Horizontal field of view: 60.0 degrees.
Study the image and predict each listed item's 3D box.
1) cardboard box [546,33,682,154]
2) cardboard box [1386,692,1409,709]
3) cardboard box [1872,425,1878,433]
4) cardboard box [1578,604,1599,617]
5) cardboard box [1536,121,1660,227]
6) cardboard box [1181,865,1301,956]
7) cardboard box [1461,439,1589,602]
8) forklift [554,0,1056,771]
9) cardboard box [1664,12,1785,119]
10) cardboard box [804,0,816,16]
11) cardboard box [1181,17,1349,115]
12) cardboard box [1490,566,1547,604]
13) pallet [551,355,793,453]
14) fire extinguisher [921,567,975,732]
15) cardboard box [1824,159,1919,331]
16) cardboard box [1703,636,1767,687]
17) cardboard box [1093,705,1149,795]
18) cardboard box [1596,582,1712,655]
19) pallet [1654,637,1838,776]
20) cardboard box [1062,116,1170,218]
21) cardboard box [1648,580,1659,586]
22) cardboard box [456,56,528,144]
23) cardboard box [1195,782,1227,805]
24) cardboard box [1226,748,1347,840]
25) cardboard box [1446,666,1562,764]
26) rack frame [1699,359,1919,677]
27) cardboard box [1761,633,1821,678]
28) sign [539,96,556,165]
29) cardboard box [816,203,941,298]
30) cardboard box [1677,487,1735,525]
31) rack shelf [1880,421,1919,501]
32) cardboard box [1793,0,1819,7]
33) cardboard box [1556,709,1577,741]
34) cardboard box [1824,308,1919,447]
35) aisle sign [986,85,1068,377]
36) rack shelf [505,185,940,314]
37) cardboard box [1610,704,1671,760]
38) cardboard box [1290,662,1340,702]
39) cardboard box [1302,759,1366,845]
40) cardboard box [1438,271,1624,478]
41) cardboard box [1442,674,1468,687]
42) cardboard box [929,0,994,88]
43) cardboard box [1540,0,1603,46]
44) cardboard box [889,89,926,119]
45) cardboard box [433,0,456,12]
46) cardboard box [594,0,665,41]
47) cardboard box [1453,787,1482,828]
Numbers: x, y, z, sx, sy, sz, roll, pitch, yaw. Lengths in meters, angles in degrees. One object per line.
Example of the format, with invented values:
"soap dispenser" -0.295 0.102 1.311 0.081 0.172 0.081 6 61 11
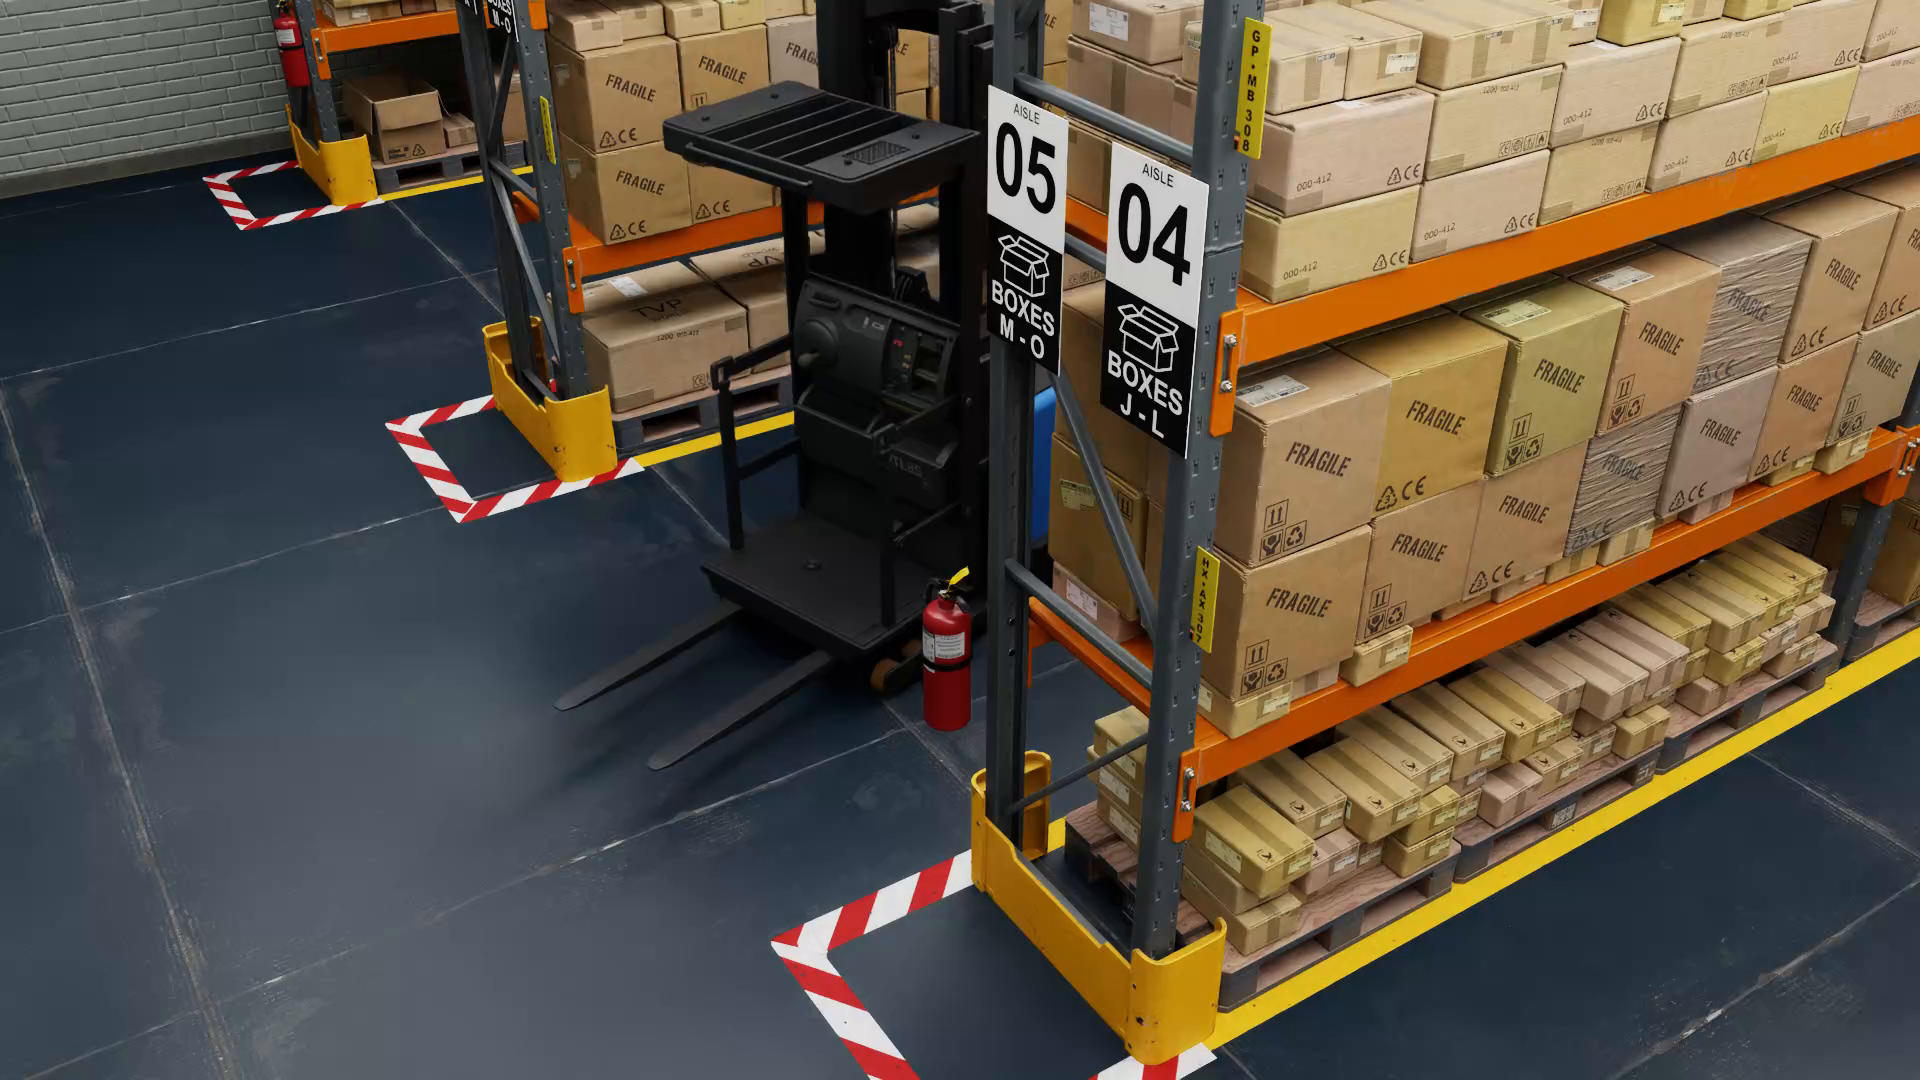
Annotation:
"cardboard box" -1.793 -2.369 8.662 0.500 0.500 0.500 -20 37 -28
"cardboard box" 1.794 0.548 7.070 0.250 0.149 0.380 -17 36 -25
"cardboard box" 3.665 -0.564 7.069 0.250 0.149 0.380 -19 37 -28
"cardboard box" 2.720 0.159 7.407 0.250 0.149 0.380 -20 37 -28
"cardboard box" 1.803 -1.227 5.213 0.500 0.250 0.500 -20 37 -29
"cardboard box" 1.030 1.318 6.127 0.250 0.149 0.380 -18 37 -26
"cardboard box" 1.798 -0.178 5.848 0.500 0.500 0.500 -18 37 -27
"forklift" -0.525 -0.833 7.323 1.130 2.935 3.031 24 40 33
"cardboard box" 2.219 -1.568 5.285 0.500 0.250 0.500 -20 38 -29
"cardboard box" -0.804 -2.979 9.022 0.250 0.149 0.380 -19 37 -27
"cardboard box" 0.812 -1.279 4.452 0.250 0.149 0.380 -19 37 -28
"cardboard box" 1.920 0.049 6.096 0.250 0.149 0.380 -20 37 -28
"pallet" -1.721 -0.979 10.105 1.213 0.211 1.003 -19 37 -27
"fire extinguisher" -0.046 0.354 5.799 0.183 0.674 0.296 -19 37 -27
"cardboard box" 3.529 -1.192 6.518 0.500 0.500 0.500 -20 38 -29
"cardboard box" 3.249 0.447 7.230 0.250 0.149 0.380 -20 38 -29
"cardboard box" 0.724 0.808 6.378 0.250 0.149 0.380 -19 37 -27
"cardboard box" 2.961 0.345 7.113 0.250 0.149 0.380 -18 36 -26
"pallet" 3.233 0.531 7.710 1.213 0.211 1.003 -19 37 -27
"cardboard box" 0.655 -1.157 5.102 0.500 0.250 0.500 -20 37 -28
"cardboard box" 2.951 0.205 7.612 0.250 0.149 0.380 -19 37 -28
"cardboard box" -3.738 -3.602 13.597 0.500 0.500 0.700 -17 36 -25
"cardboard box" 0.954 0.869 6.561 0.250 0.149 0.380 -20 37 -28
"cardboard box" 1.207 0.942 6.166 0.250 0.149 0.380 -18 37 -26
"cardboard box" 2.136 0.686 6.571 0.250 0.149 0.380 -18 37 -27
"rack frame" 3.778 -0.858 7.299 0.127 3.000 1.000 -19 37 -27
"cardboard box" 3.633 0.436 7.526 0.250 0.149 0.380 -18 37 -27
"sign" -2.055 -2.041 8.289 0.005 0.325 0.100 -19 37 -27
"cardboard box" -0.327 -1.750 10.721 0.875 0.438 0.875 -20 37 -29
"cardboard box" 2.808 -0.235 6.547 0.250 0.149 0.380 -21 38 -29
"rack shelf" 5.459 -1.132 8.407 4.000 0.370 1.077 -19 37 -27
"cardboard box" 2.590 -1.845 5.350 0.250 0.149 0.380 -19 37 -28
"cardboard box" 2.298 0.684 6.853 0.250 0.149 0.380 -17 36 -25
"cardboard box" 3.524 -0.760 6.770 0.500 0.500 0.500 -19 37 -27
"aisle sign" 0.192 -0.915 4.952 0.004 0.787 0.394 -19 37 -27
"rack shelf" -0.670 -2.166 10.047 4.000 0.370 1.077 -19 37 -27
"cardboard box" 2.763 0.735 7.051 0.250 0.149 0.380 -19 37 -27
"cardboard box" 1.057 0.366 5.594 0.250 0.149 0.380 -18 36 -26
"cardboard box" 1.414 1.000 6.353 0.250 0.149 0.380 -18 37 -27
"cardboard box" 1.807 -0.593 5.568 0.500 0.500 0.500 -20 37 -28
"cardboard box" 2.050 0.635 7.211 0.250 0.149 0.380 -18 36 -26
"cardboard box" -0.090 -2.959 9.599 0.500 0.500 0.500 -18 37 -27
"cardboard box" 1.667 -1.582 4.933 0.250 0.149 0.380 -18 36 -26
"cardboard box" -0.533 -2.395 9.641 0.500 0.500 0.500 -18 36 -26
"cardboard box" -3.982 -4.214 12.855 0.250 0.149 0.380 -18 36 -26
"cardboard box" -1.721 -2.718 8.609 0.250 0.149 0.380 -18 36 -26
"cardboard box" 1.847 0.990 6.648 0.250 0.149 0.380 -19 37 -27
